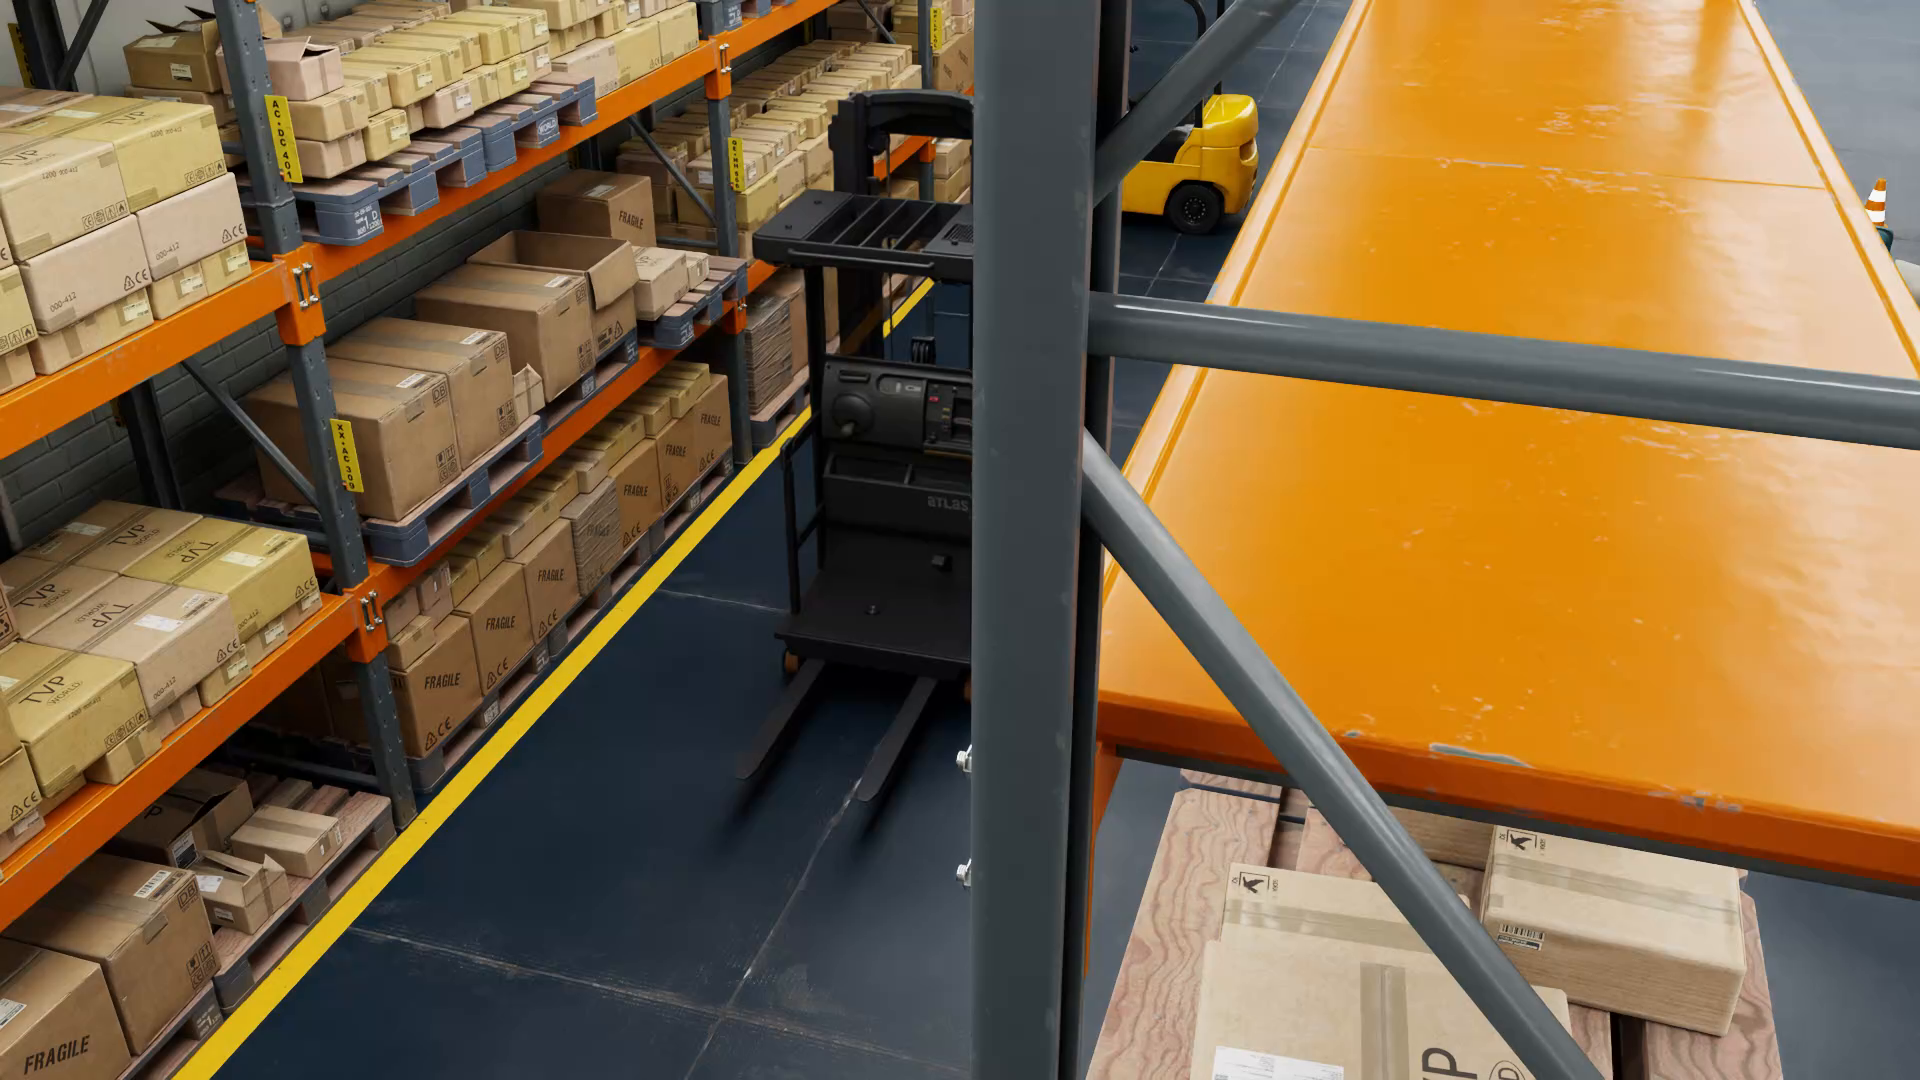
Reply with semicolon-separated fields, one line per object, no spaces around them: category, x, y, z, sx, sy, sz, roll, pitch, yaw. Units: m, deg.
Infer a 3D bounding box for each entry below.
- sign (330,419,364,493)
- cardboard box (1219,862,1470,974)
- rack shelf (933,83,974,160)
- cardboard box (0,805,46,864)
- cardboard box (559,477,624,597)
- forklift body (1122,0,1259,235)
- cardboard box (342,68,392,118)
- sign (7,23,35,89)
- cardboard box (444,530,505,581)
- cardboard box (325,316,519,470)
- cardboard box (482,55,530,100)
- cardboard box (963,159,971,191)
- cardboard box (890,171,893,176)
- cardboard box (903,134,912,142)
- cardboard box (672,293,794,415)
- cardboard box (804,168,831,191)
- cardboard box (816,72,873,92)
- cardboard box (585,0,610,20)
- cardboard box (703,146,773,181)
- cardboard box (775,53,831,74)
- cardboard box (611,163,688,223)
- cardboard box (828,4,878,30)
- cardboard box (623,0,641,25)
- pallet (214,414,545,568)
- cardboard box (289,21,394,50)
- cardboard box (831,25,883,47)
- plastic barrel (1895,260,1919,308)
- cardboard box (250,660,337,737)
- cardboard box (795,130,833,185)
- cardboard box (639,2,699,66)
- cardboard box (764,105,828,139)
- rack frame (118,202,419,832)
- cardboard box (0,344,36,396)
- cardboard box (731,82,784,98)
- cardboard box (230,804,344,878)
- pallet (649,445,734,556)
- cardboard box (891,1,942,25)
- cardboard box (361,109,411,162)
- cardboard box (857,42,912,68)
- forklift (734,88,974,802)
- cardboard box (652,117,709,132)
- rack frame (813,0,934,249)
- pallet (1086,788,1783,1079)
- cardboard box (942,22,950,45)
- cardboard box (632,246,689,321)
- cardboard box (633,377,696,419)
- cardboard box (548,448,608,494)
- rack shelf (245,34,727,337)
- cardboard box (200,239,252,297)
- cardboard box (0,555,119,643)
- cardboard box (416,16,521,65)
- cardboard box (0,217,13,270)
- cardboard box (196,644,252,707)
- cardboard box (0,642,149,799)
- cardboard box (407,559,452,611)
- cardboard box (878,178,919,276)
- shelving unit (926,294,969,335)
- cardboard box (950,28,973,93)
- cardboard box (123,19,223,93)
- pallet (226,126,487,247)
sign;-2.547;-0.348;6.900;0.100;0.325;0.005;8;30;15
cardboard box;0.597;0.665;2.607;0.380;0.149;0.250;6;30;11
rack shelf;-0.132;-4.377;15.772;1.077;0.370;4.000;8;30;15
cardboard box;-3.390;0.965;5.689;0.380;0.149;0.250;8;30;15
cardboard box;-2.255;-0.048;9.390;0.500;0.500;0.500;7;30;13
forklift body;1.642;-4.108;15.422;2.313;2.155;1.214;8;30;15
cardboard box;-2.551;-1.813;6.755;0.380;0.149;0.250;9;30;16
sign;-3.599;-1.830;6.432;0.100;0.325;0.005;8;30;15
cardboard box;-2.569;0.063;8.524;0.380;0.149;0.250;8;30;14
cardboard box;-2.560;-0.705;7.897;0.700;0.500;0.500;9;30;15
cardboard box;-2.219;-2.146;7.660;0.380;0.149;0.250;9;30;16
cardboard box;-0.136;-3.377;15.118;0.500;0.250;0.500;8;30;15
cardboard box;-0.760;-3.437;14.711;0.500;0.250;0.500;9;30;16
cardboard box;-0.617;-3.425;13.475;0.500;0.250;0.500;9;30;16
cardboard box;-1.697;-1.337;11.578;0.875;0.625;0.625;9;30;16
cardboard box;-1.233;-2.482;11.781;0.500;0.250;0.500;8;30;13
cardboard box;-0.875;-3.416;12.535;0.380;0.149;0.250;8;30;14
cardboard box;-2.021;-2.765;8.487;0.380;0.149;0.250;8;30;14
cardboard box;-1.441;-2.460;10.817;0.380;0.149;0.250;9;30;16
cardboard box;-1.231;-3.723;13.087;0.380;0.149;0.250;8;30;15
cardboard box;-2.027;-2.304;10.946;0.500;0.250;0.500;9;30;16
cardboard box;-0.915;-4.410;14.017;0.380;0.149;0.250;9;30;15
cardboard box;-1.964;-2.887;9.013;0.380;0.149;0.250;9;30;16
pallet;-2.729;-0.316;7.930;1.003;0.211;1.213;8;30;15
cardboard box;-2.785;-2.237;7.517;0.380;0.149;0.250;8;30;13
cardboard box;-0.871;-4.275;14.079;0.380;0.149;0.250;8;30;15
plastic barrel;7.655;-2.016;13.439;0.421;0.421;0.512;-17;34;-28
cardboard box;-3.206;0.594;8.235;0.500;0.500;0.500;8;30;15
cardboard box;-1.211;-2.700;11.659;0.500;0.250;0.500;8;30;14
cardboard box;-1.812;-2.875;9.401;0.500;0.250;0.500;7;30;13
cardboard box;-1.150;-2.937;11.675;0.380;0.149;0.250;9;30;16
rack frame;-3.068;-0.044;7.244;1.000;3.000;0.127;8;30;15
cardboard box;-3.236;-0.565;5.354;0.380;0.149;0.250;10;30;17
cardboard box;-1.520;-3.254;12.244;0.380;0.149;0.250;9;30;15
cardboard box;-2.950;1.319;7.294;0.380;0.149;0.250;8;30;13
pallet;-2.149;-0.343;10.649;1.003;0.211;1.213;8;30;15
cardboard box;-0.369;-4.462;14.109;0.380;0.149;0.250;9;30;16
cardboard box;-2.491;-1.670;6.804;0.380;0.149;0.250;9;30;15
cardboard box;-0.608;-3.899;13.402;0.380;0.149;0.250;10;30;17
forklift;-0.322;-0.638;8.381;1.130;2.935;3.031;8;30;14
cardboard box;-1.882;-2.783;11.398;0.380;0.149;0.250;8;30;14
rack frame;-0.720;-3.762;13.927;1.000;3.000;0.127;8;30;15
pallet;0.712;0.903;2.547;1.003;0.211;1.213;8;30;15
cardboard box;-0.300;-4.320;14.160;0.380;0.149;0.250;9;30;16
cardboard box;-1.894;-1.484;9.555;0.500;0.250;0.500;7;30;13
cardboard box;-1.847;-0.881;10.219;0.380;0.149;0.250;7;30;12
cardboard box;-2.212;-0.400;9.355;0.380;0.149;0.250;7;30;12
rack shelf;-2.481;-1.970;8.360;1.077;0.370;4.000;8;30;15
cardboard box;-2.891;-1.036;6.199;0.380;0.149;0.250;8;30;15
cardboard box;-3.612;0.317;6.442;0.500;0.250;0.500;8;30;14
cardboard box;-2.248;-2.287;7.608;0.380;0.149;0.250;9;30;15
cardboard box;-3.283;-0.897;5.026;0.500;0.250;0.500;9;30;16
cardboard box;-3.029;0.498;6.527;0.380;0.149;0.250;9;30;16
cardboard box;-3.276;0.628;5.884;0.500;0.250;0.500;8;30;15
cardboard box;-2.678;0.195;7.980;0.380;0.149;0.250;7;30;12
cardboard box;-0.862;-2.663;13.963;0.875;0.625;0.625;10;31;17
shelving unit;0.185;-0.982;10.472;0.587;1.500;1.083;8;30;14
cardboard box;-0.203;-4.219;14.645;0.500;0.500;0.500;9;30;16
cardboard box;-3.043;-1.935;6.549;0.396;0.266;0.258;8;30;14
pallet;-2.809;-1.566;7.087;1.213;0.211;1.003;8;30;15
